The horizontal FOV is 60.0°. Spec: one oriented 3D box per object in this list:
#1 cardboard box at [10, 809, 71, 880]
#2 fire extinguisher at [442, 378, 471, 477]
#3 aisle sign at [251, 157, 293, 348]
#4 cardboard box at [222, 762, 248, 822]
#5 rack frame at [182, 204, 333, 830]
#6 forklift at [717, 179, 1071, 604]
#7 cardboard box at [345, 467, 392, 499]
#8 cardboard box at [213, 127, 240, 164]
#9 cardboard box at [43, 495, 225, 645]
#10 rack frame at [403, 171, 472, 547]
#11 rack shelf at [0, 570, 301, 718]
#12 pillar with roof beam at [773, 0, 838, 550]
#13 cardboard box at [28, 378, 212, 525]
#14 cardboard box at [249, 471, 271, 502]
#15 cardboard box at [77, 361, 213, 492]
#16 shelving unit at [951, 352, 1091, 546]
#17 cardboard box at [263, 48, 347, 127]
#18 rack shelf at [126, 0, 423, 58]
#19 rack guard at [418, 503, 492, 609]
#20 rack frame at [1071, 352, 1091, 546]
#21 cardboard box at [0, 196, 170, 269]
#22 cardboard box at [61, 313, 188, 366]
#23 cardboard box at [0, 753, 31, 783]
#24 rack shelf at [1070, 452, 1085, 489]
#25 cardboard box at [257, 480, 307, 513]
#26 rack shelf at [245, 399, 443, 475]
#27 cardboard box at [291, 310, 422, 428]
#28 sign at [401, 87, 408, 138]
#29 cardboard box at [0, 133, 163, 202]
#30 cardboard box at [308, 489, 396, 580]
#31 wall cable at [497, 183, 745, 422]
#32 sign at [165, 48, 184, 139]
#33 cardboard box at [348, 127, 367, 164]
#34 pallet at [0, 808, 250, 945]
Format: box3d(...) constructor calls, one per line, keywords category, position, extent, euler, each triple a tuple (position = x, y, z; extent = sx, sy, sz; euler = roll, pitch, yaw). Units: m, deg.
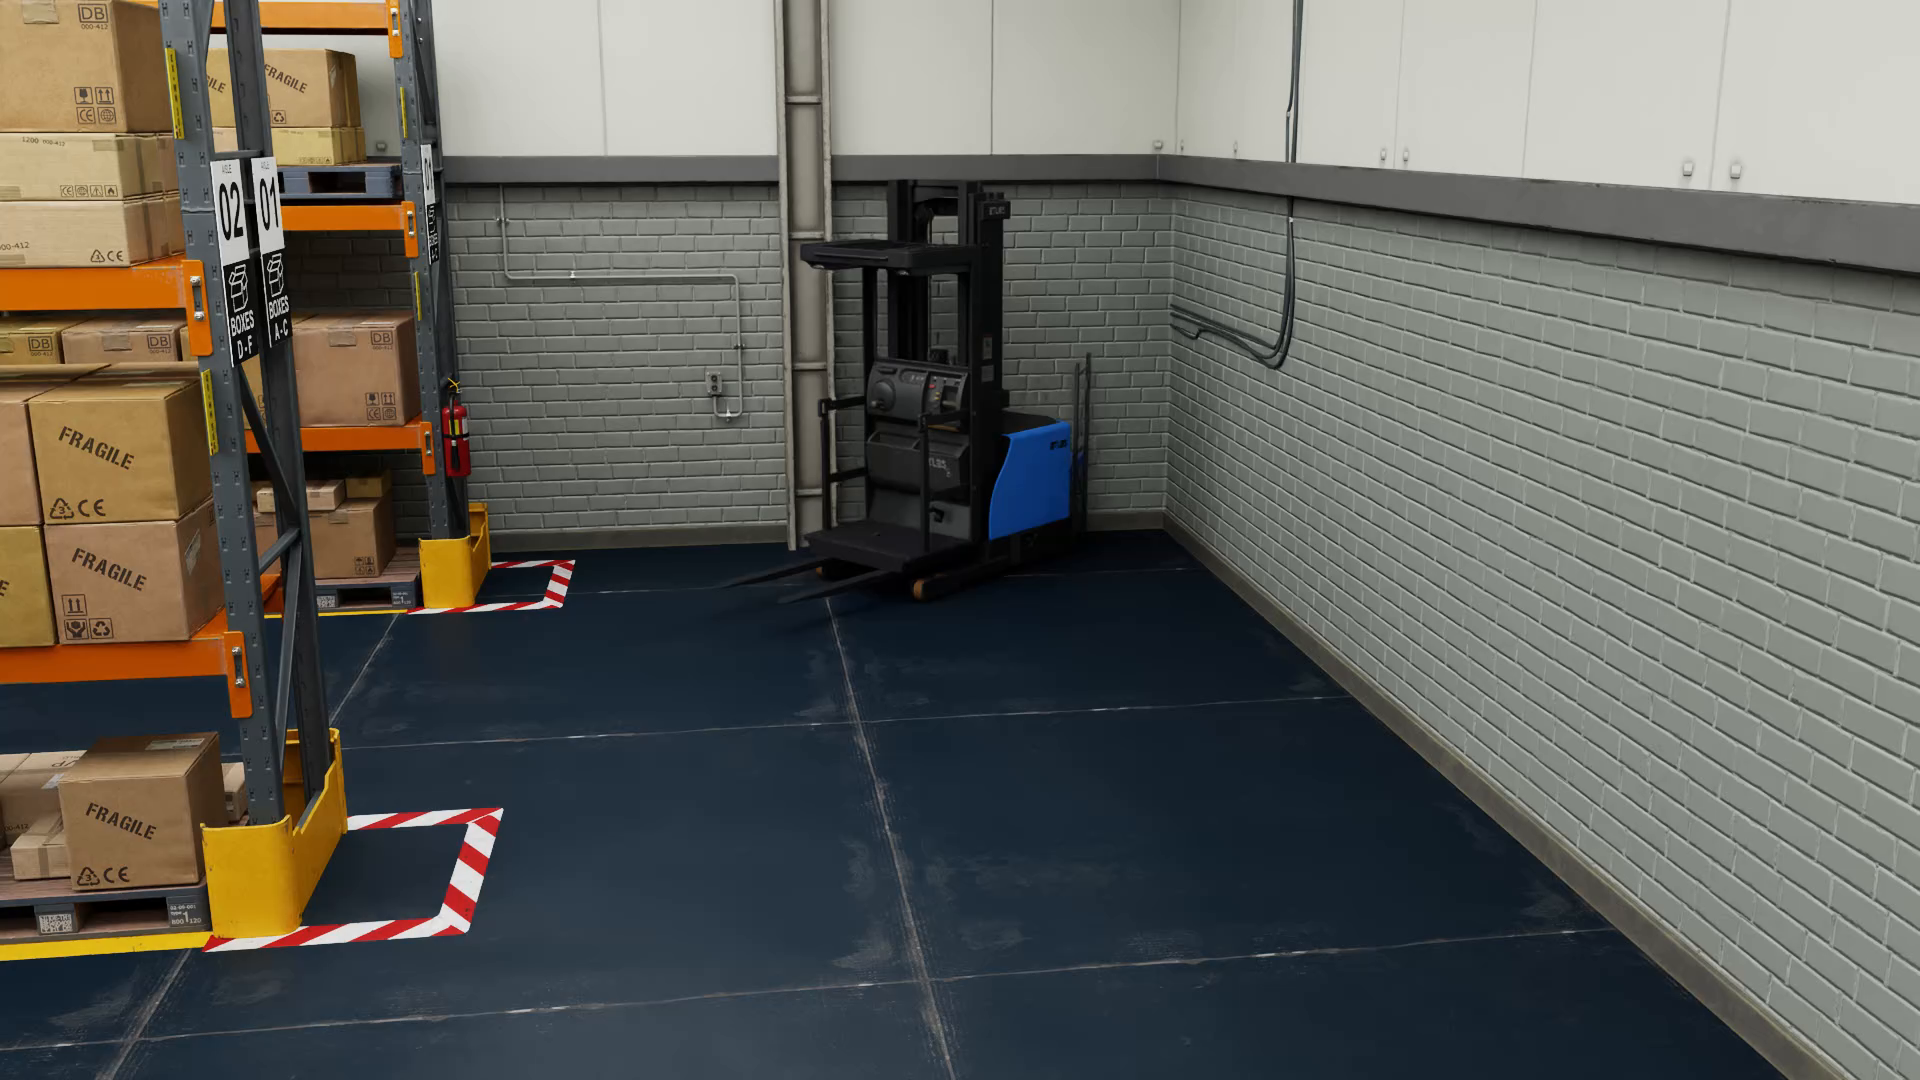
box3d(category="cardboard box", position=(-3.916, 1.314, 7.235), extent=(0.250, 0.166, 0.380), euler=(-2, 14, -8))
box3d(category="fire extinguisher", position=(-3.525, -0.786, 11.616), extent=(0.183, 0.674, 0.296), euler=(-2, 14, -8))
box3d(category="aisle sign", position=(-2.978, -1.253, 7.207), extent=(0.004, 0.787, 0.394), euler=(-2, 14, -8))
box3d(category="cardboard box", position=(-3.467, 1.183, 7.794), extent=(0.250, 0.149, 0.380), euler=(-2, 14, -8))
box3d(category="rack frame", position=(-3.001, 0.081, 7.231), extent=(0.127, 3.000, 1.000), euler=(-2, 14, -8))
box3d(category="forklift", position=(-0.455, -1.116, 12.147), extent=(1.130, 2.935, 3.031), euler=(12, 18, 39))
box3d(category="cardboard box", position=(-4.326, -0.419, 12.169), extent=(0.250, 0.149, 0.380), euler=(-2, 14, -8))
box3d(category="cardboard box", position=(-4.942, -2.635, 11.135), extent=(0.500, 0.250, 0.500), euler=(-3, 14, -10))
box3d(category="cardboard box", position=(-3.404, 0.114, 6.893), extent=(0.500, 0.500, 0.500), euler=(-2, 14, -7))
box3d(category="rack frame", position=(-3.743, -1.110, 11.982), extent=(0.127, 3.000, 1.000), euler=(-2, 14, -8))
box3d(category="rack shelf", position=(-4.979, 0.503, 7.030), extent=(4.000, 0.370, 1.077), euler=(-2, 14, -8))
box3d(category="pillar with roof beam", position=(-0.561, -3.290, 8.343), extent=(0.400, 9.000, 9.100), euler=(-2, 14, -8))
box3d(category="cardboard box", position=(-3.400, -0.370, 6.770), extent=(0.500, 0.500, 0.500), euler=(-2, 14, -9))
box3d(category="cardboard box", position=(-5.075, -0.392, 12.059), extent=(0.250, 0.149, 0.380), euler=(-2, 14, -8))
box3d(category="cardboard box", position=(-3.479, -0.500, 7.286), extent=(0.500, 0.500, 0.500), euler=(-2, 14, -7))
box3d(category="shelving unit", position=(0.496, -0.784, 13.678), extent=(1.048, 1.500, 0.538), euler=(5, 17, 15))
box3d(category="cardboard box", position=(-4.426, -3.016, 11.114), extent=(0.500, 0.500, 0.500), euler=(-2, 14, -8))
box3d(category="rack shelf", position=(-5.721, -3.405, 11.099), extent=(4.000, 0.370, 1.077), euler=(-2, 14, -8))
box3d(category="rack guard", position=(-3.719, 0.101, 12.290), extent=(0.348, 0.500, 1.175), euler=(-2, 14, -8))
box3d(category="rack frame", position=(0.985, -0.743, 13.548), extent=(0.032, 1.500, 0.500), euler=(5, 17, 15))
box3d(category="cardboard box", position=(-3.470, -1.219, 6.558), extent=(0.500, 0.250, 0.500), euler=(-2, 14, -8))
box3d(category="cardboard box", position=(-5.719, -1.180, 11.645), extent=(0.700, 0.700, 0.980), euler=(-3, 14, -11))
box3d(category="cardboard box", position=(-4.570, 1.189, 7.561), extent=(0.500, 0.250, 0.500), euler=(-2, 14, -8))
box3d(category="rack shelf", position=(0.495, -0.611, 13.729), extent=(1.000, 0.185, 0.538), euler=(5, 17, 15))
box3d(category="cardboard box", position=(-4.773, -0.309, 11.728), extent=(0.250, 0.149, 0.380), euler=(-2, 14, -7))
box3d(category="rack shelf", position=(-5.721, -0.689, 11.781), extent=(4.000, 0.370, 1.077), euler=(-2, 14, -8))
box3d(category="cardboard box", position=(-4.246, -1.235, 11.862), extent=(0.700, 0.700, 0.980), euler=(-1, 14, -6))
box3d(category="sign", position=(-3.676, -2.825, 10.997), extent=(0.005, 0.325, 0.100), euler=(-2, 14, -8))
box3d(category="cardboard box", position=(-3.471, -1.463, 6.505), extent=(0.500, 0.250, 0.500), euler=(-2, 14, -8))
box3d(category="cardboard box", position=(-4.420, -0.052, 12.038), extent=(0.500, 0.500, 0.700), euler=(-2, 14, -8))
box3d(category="wall cable", position=(-2.618, -1.877, 12.951), extent=(1.851, 1.984, 0.084), euler=(-2, 14, -8))
box3d(category="sign", position=(-2.938, -1.669, 6.224), extent=(0.005, 0.325, 0.100), euler=(-2, 14, -8))
box3d(category="cardboard box", position=(-4.501, -2.777, 11.702), extent=(0.500, 0.250, 0.500), euler=(-1, 14, -5))
box3d(category="pallet", position=(-3.865, 1.466, 7.444), extent=(1.213, 0.211, 1.003), euler=(-2, 14, -8))
